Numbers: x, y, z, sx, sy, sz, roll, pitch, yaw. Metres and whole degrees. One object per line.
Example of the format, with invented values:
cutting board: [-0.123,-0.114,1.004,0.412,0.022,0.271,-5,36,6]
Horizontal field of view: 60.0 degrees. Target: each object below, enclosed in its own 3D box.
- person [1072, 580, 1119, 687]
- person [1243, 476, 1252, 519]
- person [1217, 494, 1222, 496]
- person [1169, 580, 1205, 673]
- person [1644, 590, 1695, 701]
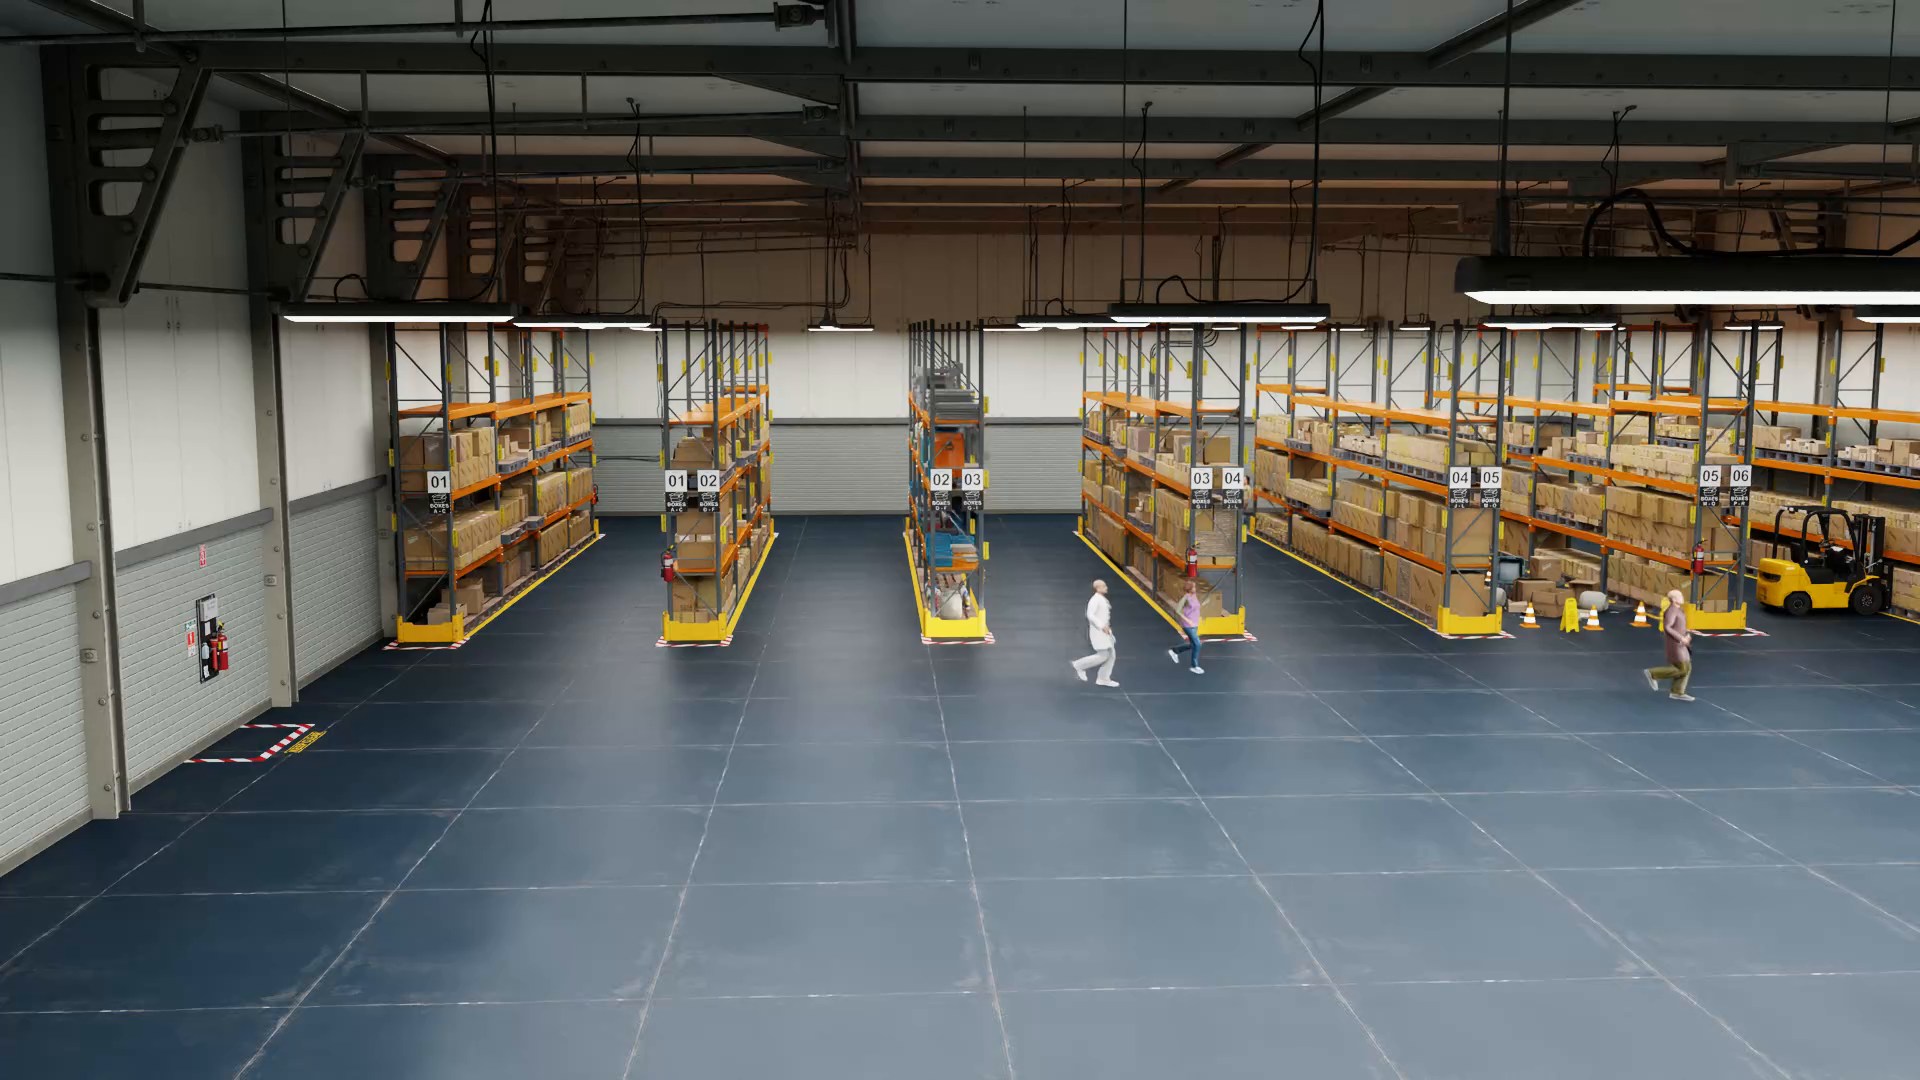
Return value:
person: [2.230,1.517,27.168,0.756,1.752,0.719,2,7,19]
person: [8.265,-1.098,48.792,0.515,1.596,0.613,-5,8,-33]
person: [7.165,-0.920,47.227,0.667,1.620,0.923,2,7,16]
person: [3.847,1.461,28.272,0.700,1.575,0.552,4,8,32]
person: [11.188,1.647,26.139,0.756,1.743,0.711,4,8,27]
